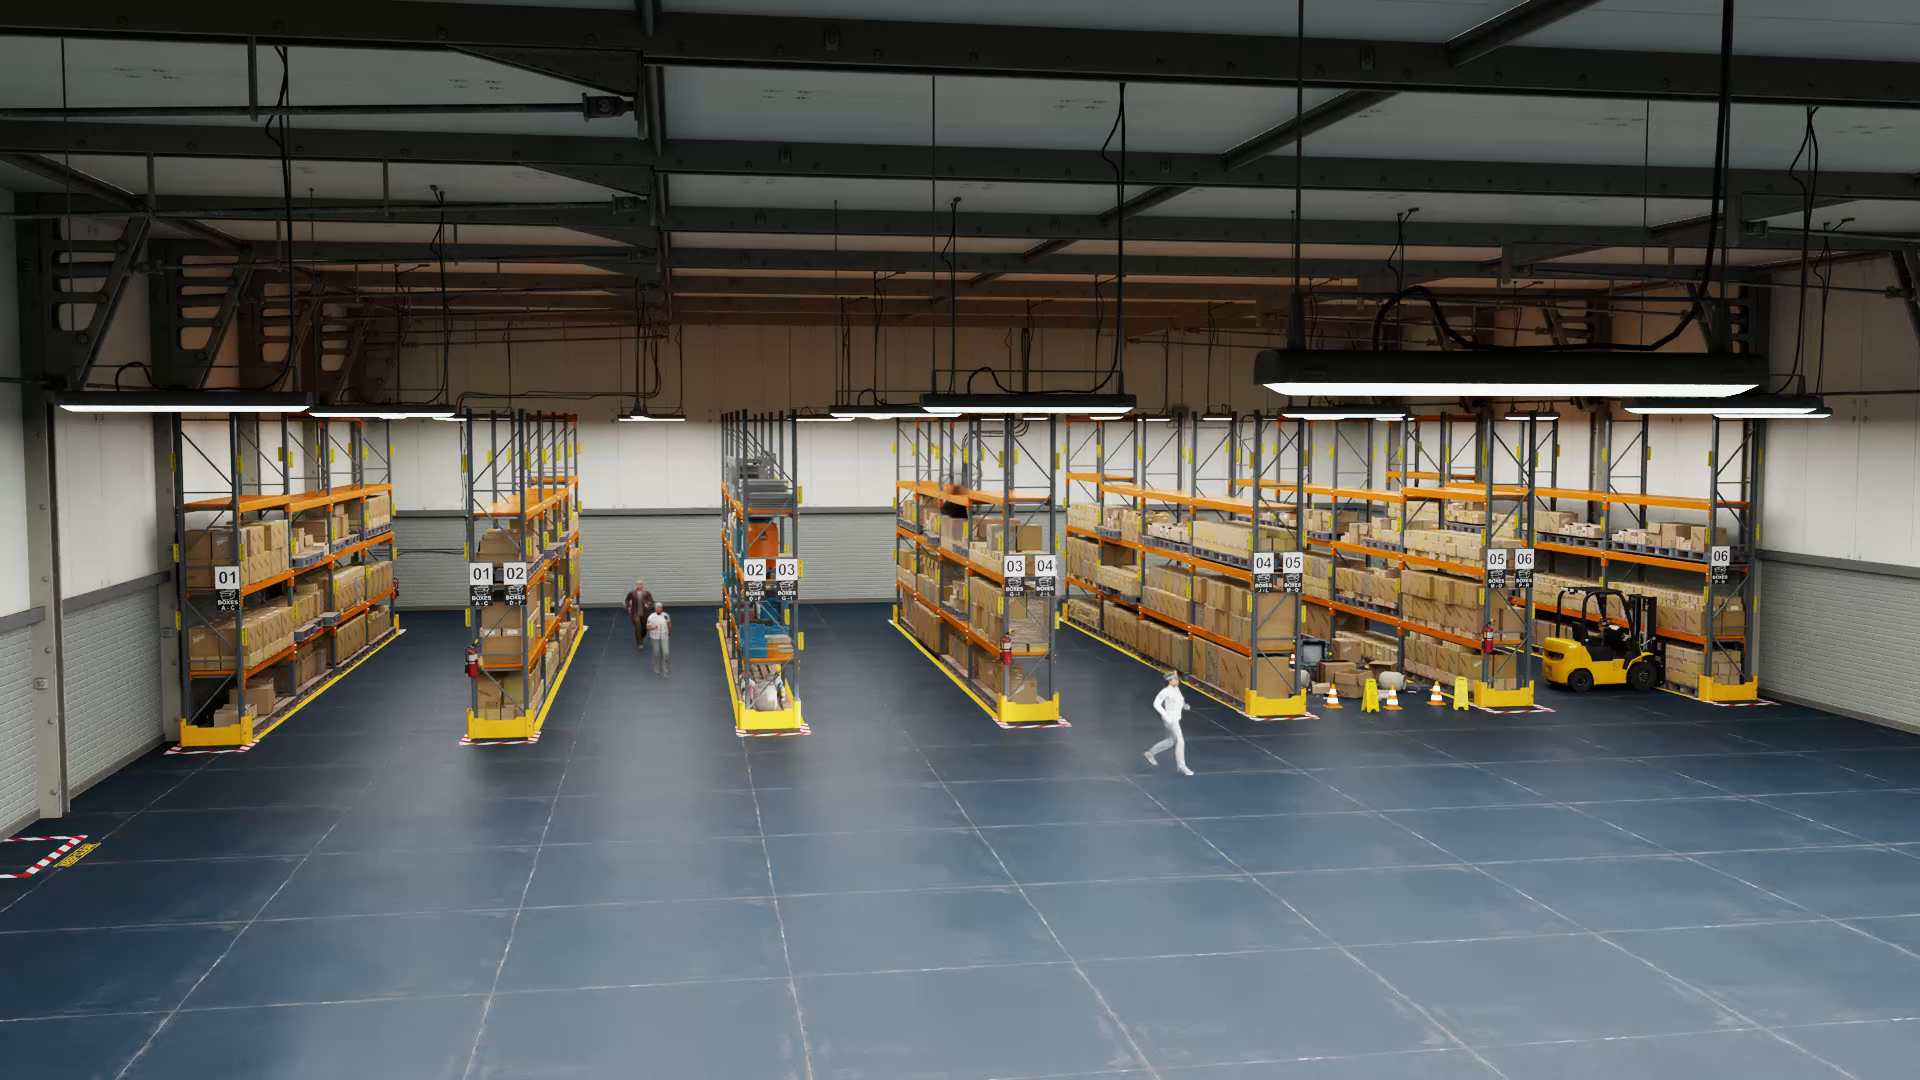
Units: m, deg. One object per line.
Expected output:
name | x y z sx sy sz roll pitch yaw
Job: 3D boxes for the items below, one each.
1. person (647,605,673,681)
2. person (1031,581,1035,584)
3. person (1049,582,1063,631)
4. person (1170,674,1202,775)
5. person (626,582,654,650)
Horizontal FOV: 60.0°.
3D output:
person | -6.744 2.291 37.491 0.608 1.674 0.891 -2 4 -21
person | 1.992 1.592 47.125 0.742 1.695 0.614 -1 4 -9
person | 2.439 1.752 44.450 0.709 1.737 0.757 -1 4 -12
person | 3.687 3.003 27.220 0.508 1.667 0.619 2 4 25
person | -8.077 1.919 42.061 0.703 1.729 0.653 -1 4 -18
